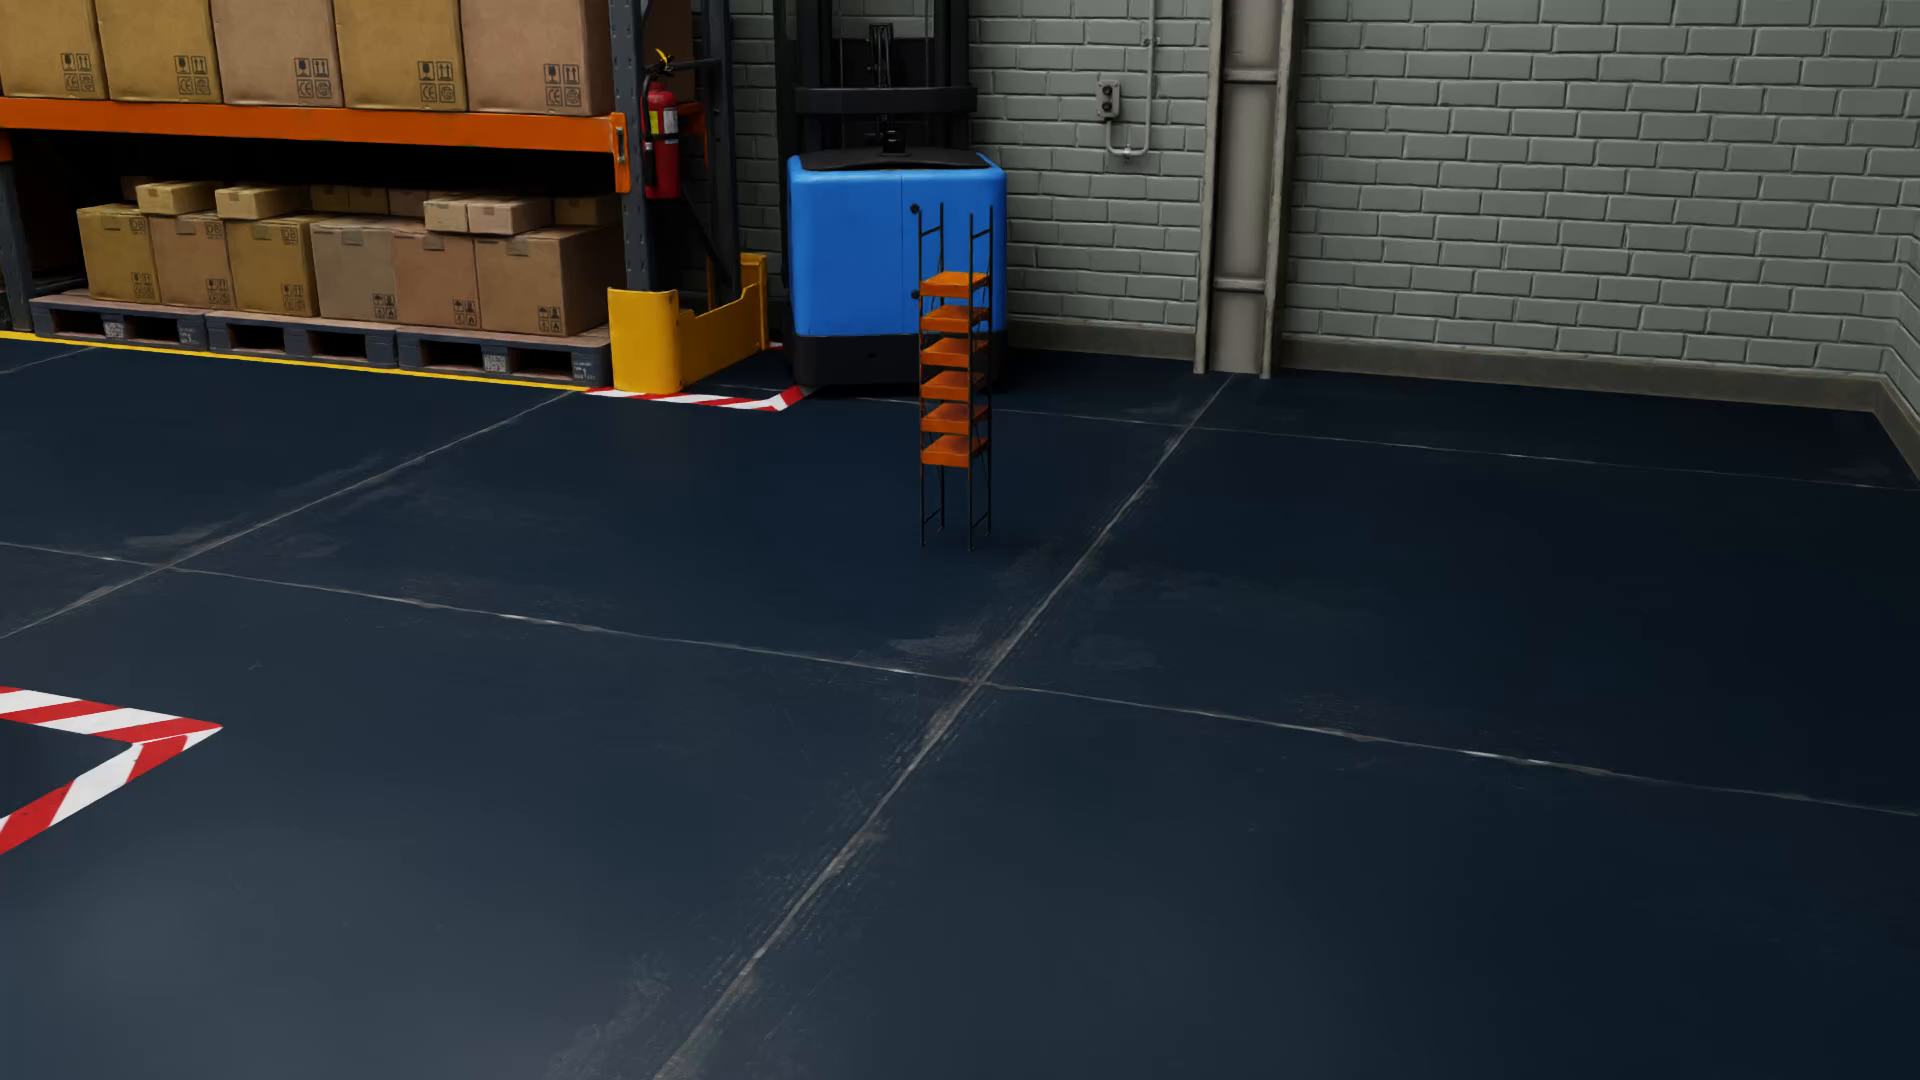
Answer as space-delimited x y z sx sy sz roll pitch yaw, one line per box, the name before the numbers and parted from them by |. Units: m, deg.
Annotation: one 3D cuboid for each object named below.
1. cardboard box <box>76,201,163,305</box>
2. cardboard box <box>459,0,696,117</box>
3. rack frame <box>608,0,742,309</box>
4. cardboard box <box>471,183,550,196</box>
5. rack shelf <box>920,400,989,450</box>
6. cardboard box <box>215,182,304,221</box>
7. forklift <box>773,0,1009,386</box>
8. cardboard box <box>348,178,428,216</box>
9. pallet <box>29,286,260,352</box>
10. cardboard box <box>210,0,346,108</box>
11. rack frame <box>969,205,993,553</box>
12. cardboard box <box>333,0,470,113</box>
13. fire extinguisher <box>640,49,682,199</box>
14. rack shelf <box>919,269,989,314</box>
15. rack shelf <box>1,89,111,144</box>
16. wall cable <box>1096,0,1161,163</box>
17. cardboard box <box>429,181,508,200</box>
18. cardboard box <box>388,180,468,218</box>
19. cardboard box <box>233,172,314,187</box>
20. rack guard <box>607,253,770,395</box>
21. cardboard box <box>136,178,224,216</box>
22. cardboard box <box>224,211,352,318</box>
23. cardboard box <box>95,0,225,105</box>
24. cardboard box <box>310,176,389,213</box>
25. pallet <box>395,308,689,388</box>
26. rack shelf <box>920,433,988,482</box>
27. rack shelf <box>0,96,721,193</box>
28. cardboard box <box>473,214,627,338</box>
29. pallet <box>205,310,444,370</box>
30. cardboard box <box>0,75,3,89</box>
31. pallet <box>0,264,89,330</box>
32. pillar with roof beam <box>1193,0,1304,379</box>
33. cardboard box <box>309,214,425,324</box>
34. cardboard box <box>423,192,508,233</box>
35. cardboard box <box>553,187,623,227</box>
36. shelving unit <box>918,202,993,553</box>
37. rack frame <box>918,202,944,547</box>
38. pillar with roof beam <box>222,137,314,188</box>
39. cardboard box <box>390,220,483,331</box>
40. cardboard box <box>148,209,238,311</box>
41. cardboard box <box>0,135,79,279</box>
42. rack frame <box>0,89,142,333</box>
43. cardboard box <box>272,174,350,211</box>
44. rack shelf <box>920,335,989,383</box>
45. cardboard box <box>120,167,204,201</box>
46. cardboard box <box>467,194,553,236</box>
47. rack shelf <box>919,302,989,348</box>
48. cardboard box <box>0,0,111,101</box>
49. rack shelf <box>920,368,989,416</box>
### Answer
cardboard box | -4.505 -1.659 9.439 0.500 0.500 0.700 7 20 19
cardboard box | -1.884 -2.516 8.280 0.700 0.700 0.980 7 21 21
rack frame | -1.399 -2.322 8.180 0.127 3.000 1.000 7 20 18
cardboard box | -2.388 -1.794 8.840 0.250 0.149 0.380 7 20 18
rack shelf | -0.014 -0.413 5.937 0.180 0.103 0.258 7 20 18
cardboard box | -3.748 -1.816 8.902 0.250 0.149 0.380 6 20 17
forklift | -0.462 -2.569 8.994 1.130 2.935 3.031 -2 19 -7
cardboard box | -3.108 -1.876 9.075 0.250 0.149 0.380 7 20 19
pallet | -4.485 -1.331 9.574 1.213 0.211 1.003 7 20 18
cardboard box | -3.292 -2.676 8.740 0.700 0.700 0.980 6 20 15
rack frame | 0.073 -0.558 5.855 0.006 1.200 0.240 7 20 18
cardboard box | -2.575 -2.591 8.496 0.700 0.700 0.980 6 20 18
fire extinguisher | -1.408 -1.950 7.796 0.183 0.674 0.296 7 20 18
rack shelf | -0.014 -0.866 5.779 0.180 0.103 0.258 7 20 18
rack shelf | -7.067 -2.630 10.158 4.000 0.370 1.077 7 20 18
wall cable | 0.121 -2.958 8.460 1.851 1.984 0.084 7 20 18
cardboard box | -2.625 -1.821 8.918 0.250 0.149 0.380 7 20 19
cardboard box | -2.865 -1.848 8.996 0.250 0.149 0.380 7 20 19
cardboard box | -3.829 -1.959 9.312 0.250 0.149 0.380 6 20 16
rack guard | -1.377 -1.139 8.584 0.348 0.500 1.175 7 20 18
cardboard box | -4.241 -1.872 9.063 0.250 0.149 0.380 7 20 20
cardboard box | -3.547 -1.548 9.119 0.500 0.500 0.700 7 20 19
cardboard box | -3.983 -2.751 8.957 0.700 0.700 0.980 6 20 17
cardboard box | -3.347 -1.903 9.154 0.250 0.149 0.380 6 20 17
pallet | -2.180 -1.067 8.817 1.213 0.211 1.003 7 20 18
rack shelf | -0.014 -0.300 5.977 0.180 0.103 0.258 7 20 18
rack shelf | -3.289 -2.198 8.919 4.000 0.370 1.077 7 20 18
cardboard box | -2.093 -1.384 8.650 0.500 0.500 0.700 7 20 18
pallet | -3.329 -1.200 9.197 1.213 0.211 1.003 7 20 18
cardboard box | -5.590 -2.593 9.310 0.250 0.149 0.380 7 20 19
pallet | -5.931 -1.497 10.051 1.213 0.211 1.003 7 20 18
pillar with roof beam | 0.022 -3.794 3.288 0.400 9.000 9.100 7 20 18
cardboard box | -3.041 -1.493 8.961 0.500 0.500 0.700 6 20 16
cardboard box | -2.516 -1.675 8.499 0.250 0.149 0.380 7 20 20
cardboard box | -1.910 -1.739 8.683 0.250 0.149 0.380 7 20 18
shelving unit | -0.014 -0.568 5.883 0.189 1.200 0.258 7 20 18
rack frame | -0.100 -0.578 5.912 0.006 1.200 0.240 7 20 18
pillar with roof beam | -5.645 -4.442 5.147 0.400 9.000 9.100 7 20 18
cardboard box | -2.566 -1.438 8.805 0.500 0.500 0.700 6 20 18
cardboard box | -4.032 -1.604 9.280 0.500 0.500 0.700 6 20 18
cardboard box | -5.834 -1.967 9.790 0.750 0.750 0.750 7 20 19
rack frame | -5.178 -2.754 9.420 0.127 3.000 1.000 7 20 18
cardboard box | -3.591 -1.931 9.233 0.250 0.149 0.380 7 20 19
rack shelf | -0.014 -0.639 5.858 0.180 0.103 0.258 7 20 18
cardboard box | -4.577 -2.043 9.554 0.250 0.149 0.380 6 20 18
cardboard box | -2.274 -1.648 8.421 0.250 0.149 0.380 6 20 17
rack shelf | -0.014 -0.753 5.819 0.180 0.103 0.258 7 20 18
cardboard box | -4.671 -2.832 9.188 0.700 0.700 0.980 7 20 19
rack shelf | -0.014 -0.526 5.898 0.180 0.103 0.258 7 20 18
